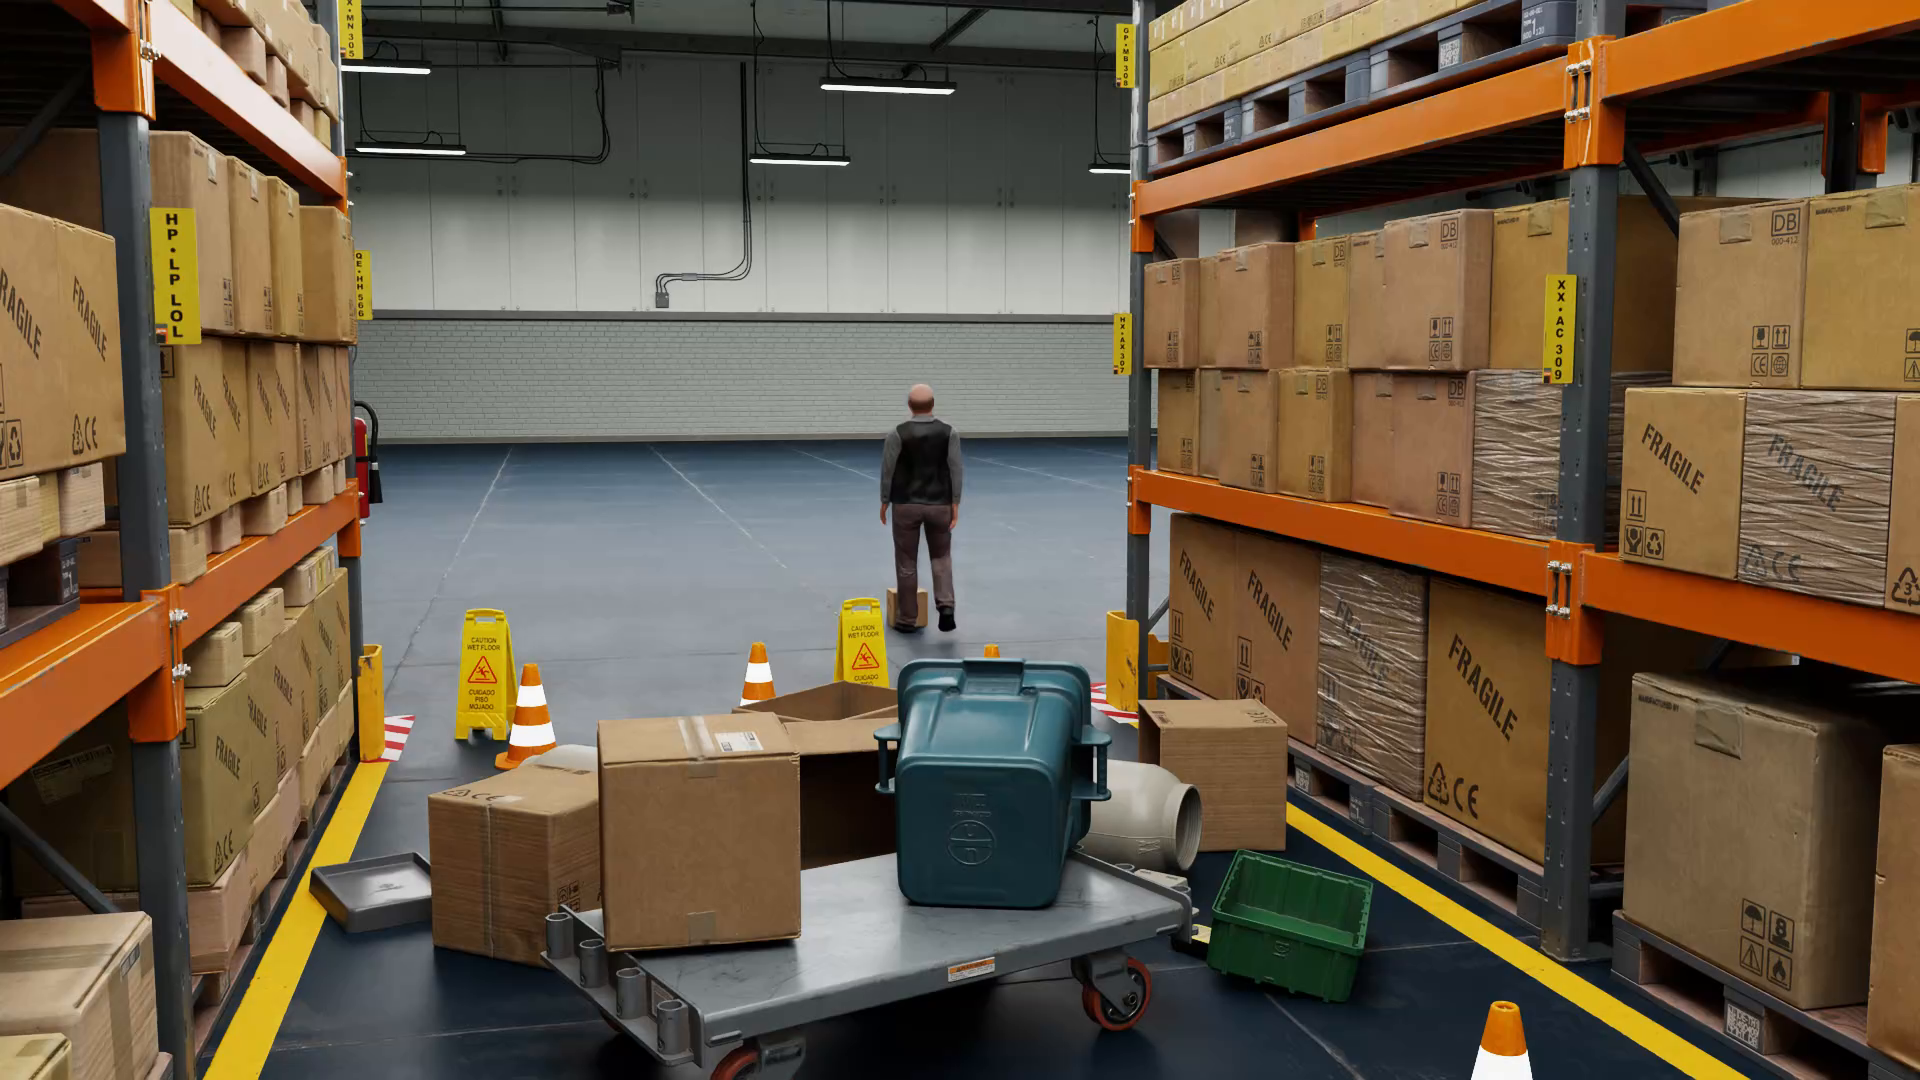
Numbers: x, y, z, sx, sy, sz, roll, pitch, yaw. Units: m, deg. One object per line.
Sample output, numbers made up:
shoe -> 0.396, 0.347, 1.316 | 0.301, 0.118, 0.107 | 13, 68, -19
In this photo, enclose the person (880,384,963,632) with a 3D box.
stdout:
person -> -0.283, -0.216, 11.479 | 0.558, 1.719, 0.540 | -1, 6, -14
